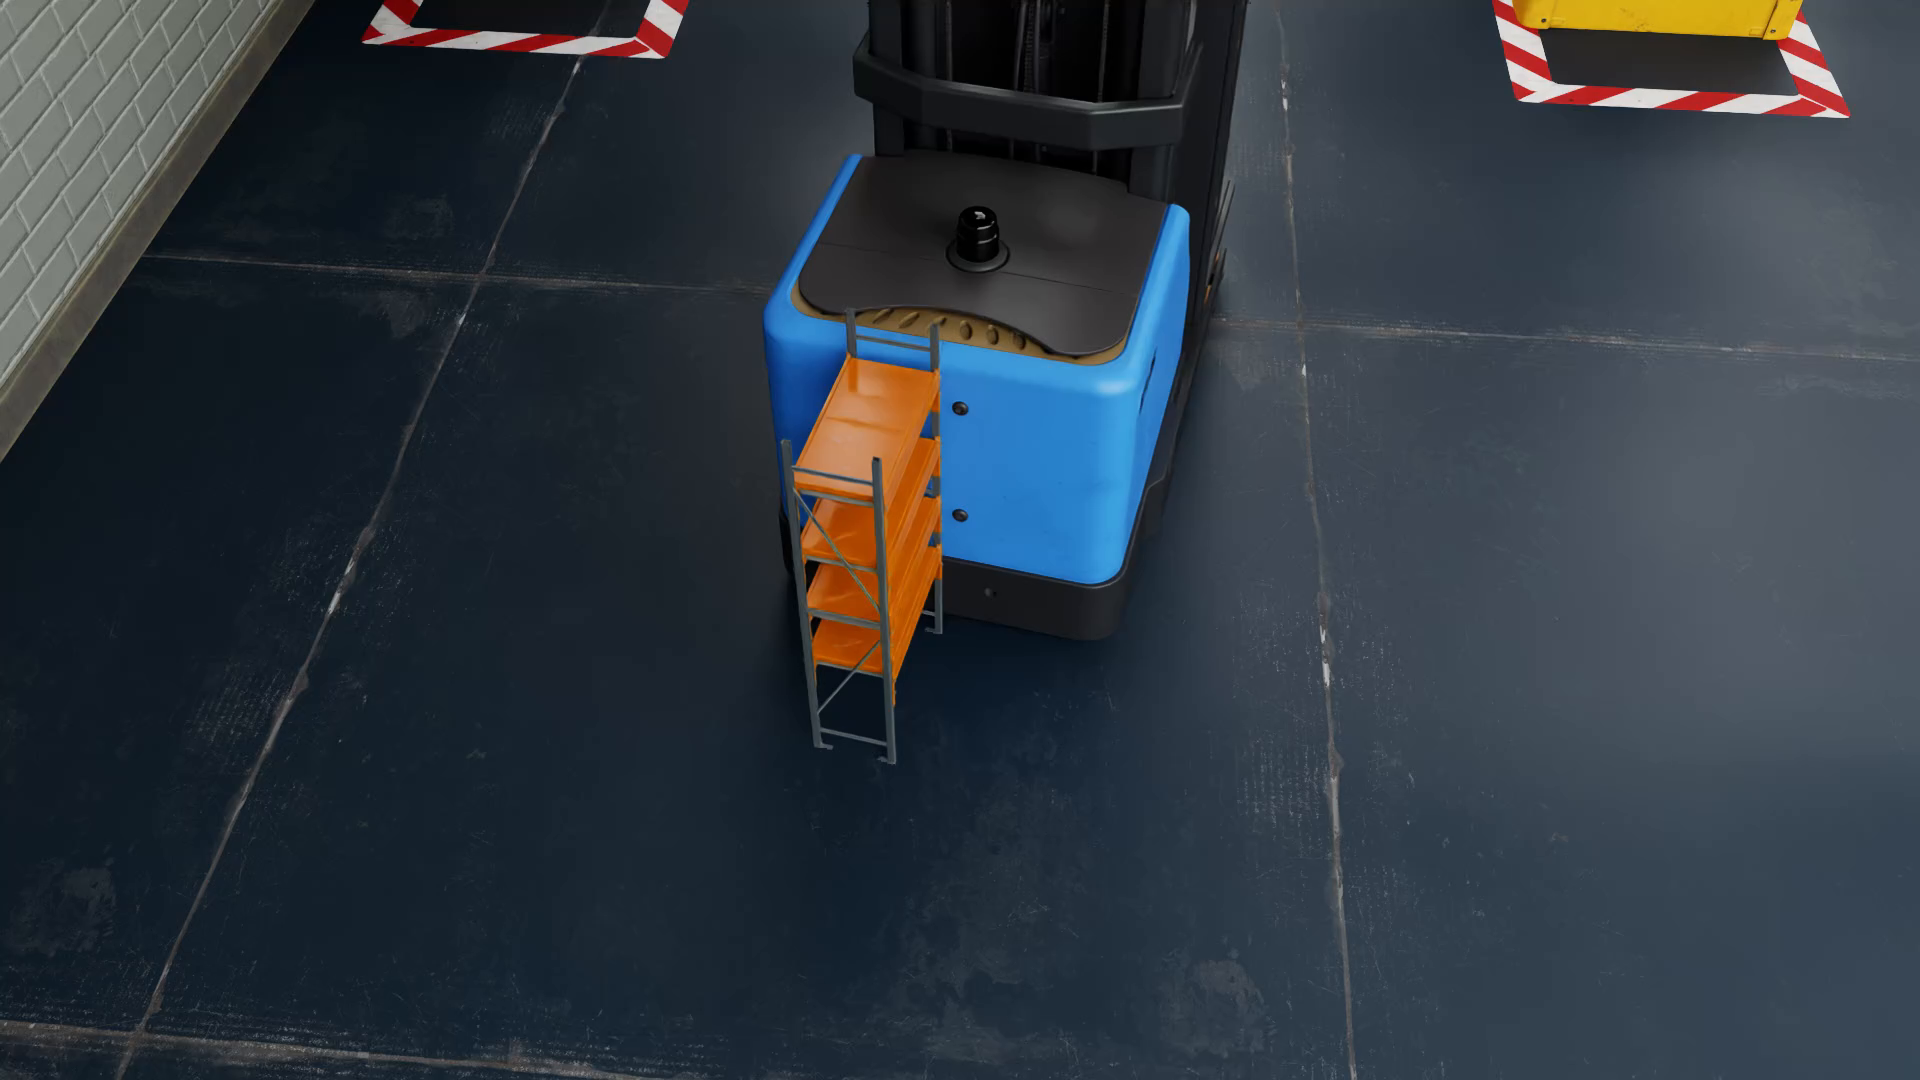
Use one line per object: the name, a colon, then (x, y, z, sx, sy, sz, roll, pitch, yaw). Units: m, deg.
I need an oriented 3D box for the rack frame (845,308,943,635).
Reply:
rack frame: (-0.169, -0.148, 4.572, 0.240, 1.200, 0.015, 11, 49, 10)

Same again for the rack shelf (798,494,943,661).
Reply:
rack shelf: (-0.233, 0.071, 4.463, 0.258, 0.148, 0.480, 11, 49, 10)

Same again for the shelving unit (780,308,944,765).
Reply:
shelving unit: (-0.233, 0.026, 4.413, 0.258, 1.200, 0.503, 11, 49, 10)

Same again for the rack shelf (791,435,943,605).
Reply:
rack shelf: (-0.233, -0.079, 4.298, 0.258, 0.148, 0.480, 11, 49, 10)

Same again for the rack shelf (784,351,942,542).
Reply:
rack shelf: (-0.233, -0.239, 4.123, 0.258, 0.148, 0.480, 11, 49, 10)

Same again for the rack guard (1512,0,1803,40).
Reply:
rack guard: (3.056, -2.508, 7.205, 1.175, 0.500, 0.348, 4, 48, 4)

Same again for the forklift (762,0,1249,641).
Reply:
forklift: (0.339, -1.805, 4.914, 1.130, 2.935, 3.031, 11, 49, 10)

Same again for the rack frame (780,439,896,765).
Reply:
rack frame: (-0.297, 0.200, 4.254, 0.240, 1.200, 0.015, 11, 49, 10)

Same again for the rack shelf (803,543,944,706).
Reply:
rack shelf: (-0.233, 0.205, 4.609, 0.258, 0.148, 0.480, 11, 49, 10)
